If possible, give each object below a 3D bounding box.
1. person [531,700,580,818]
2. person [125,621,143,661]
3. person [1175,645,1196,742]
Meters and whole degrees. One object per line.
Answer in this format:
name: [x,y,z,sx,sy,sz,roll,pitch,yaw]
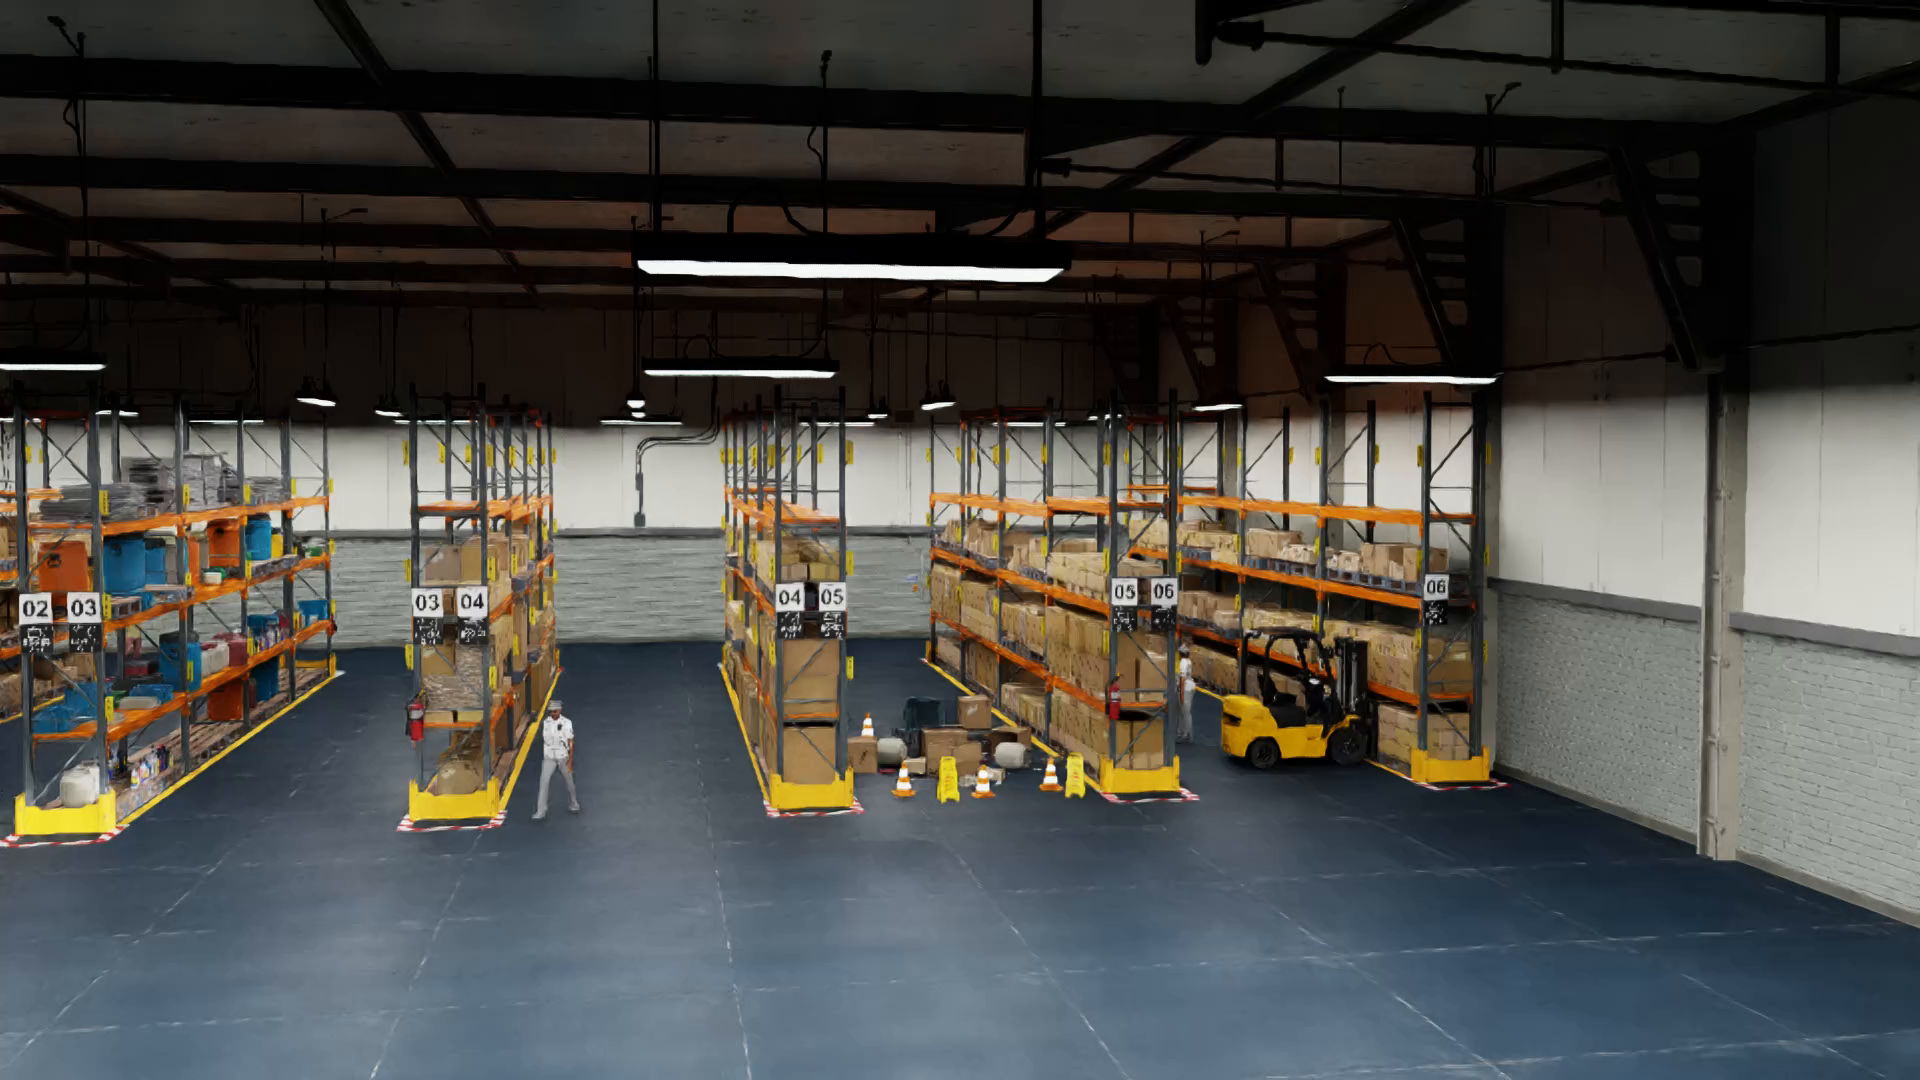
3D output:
person: [-5.601,3.007,23.107,0.492,1.616,0.919,0,3,6]
person: [-18.997,2.230,38.072,0.424,1.674,0.558,2,4,38]
person: [3.899,2.682,29.237,0.478,1.667,0.523,1,3,19]
